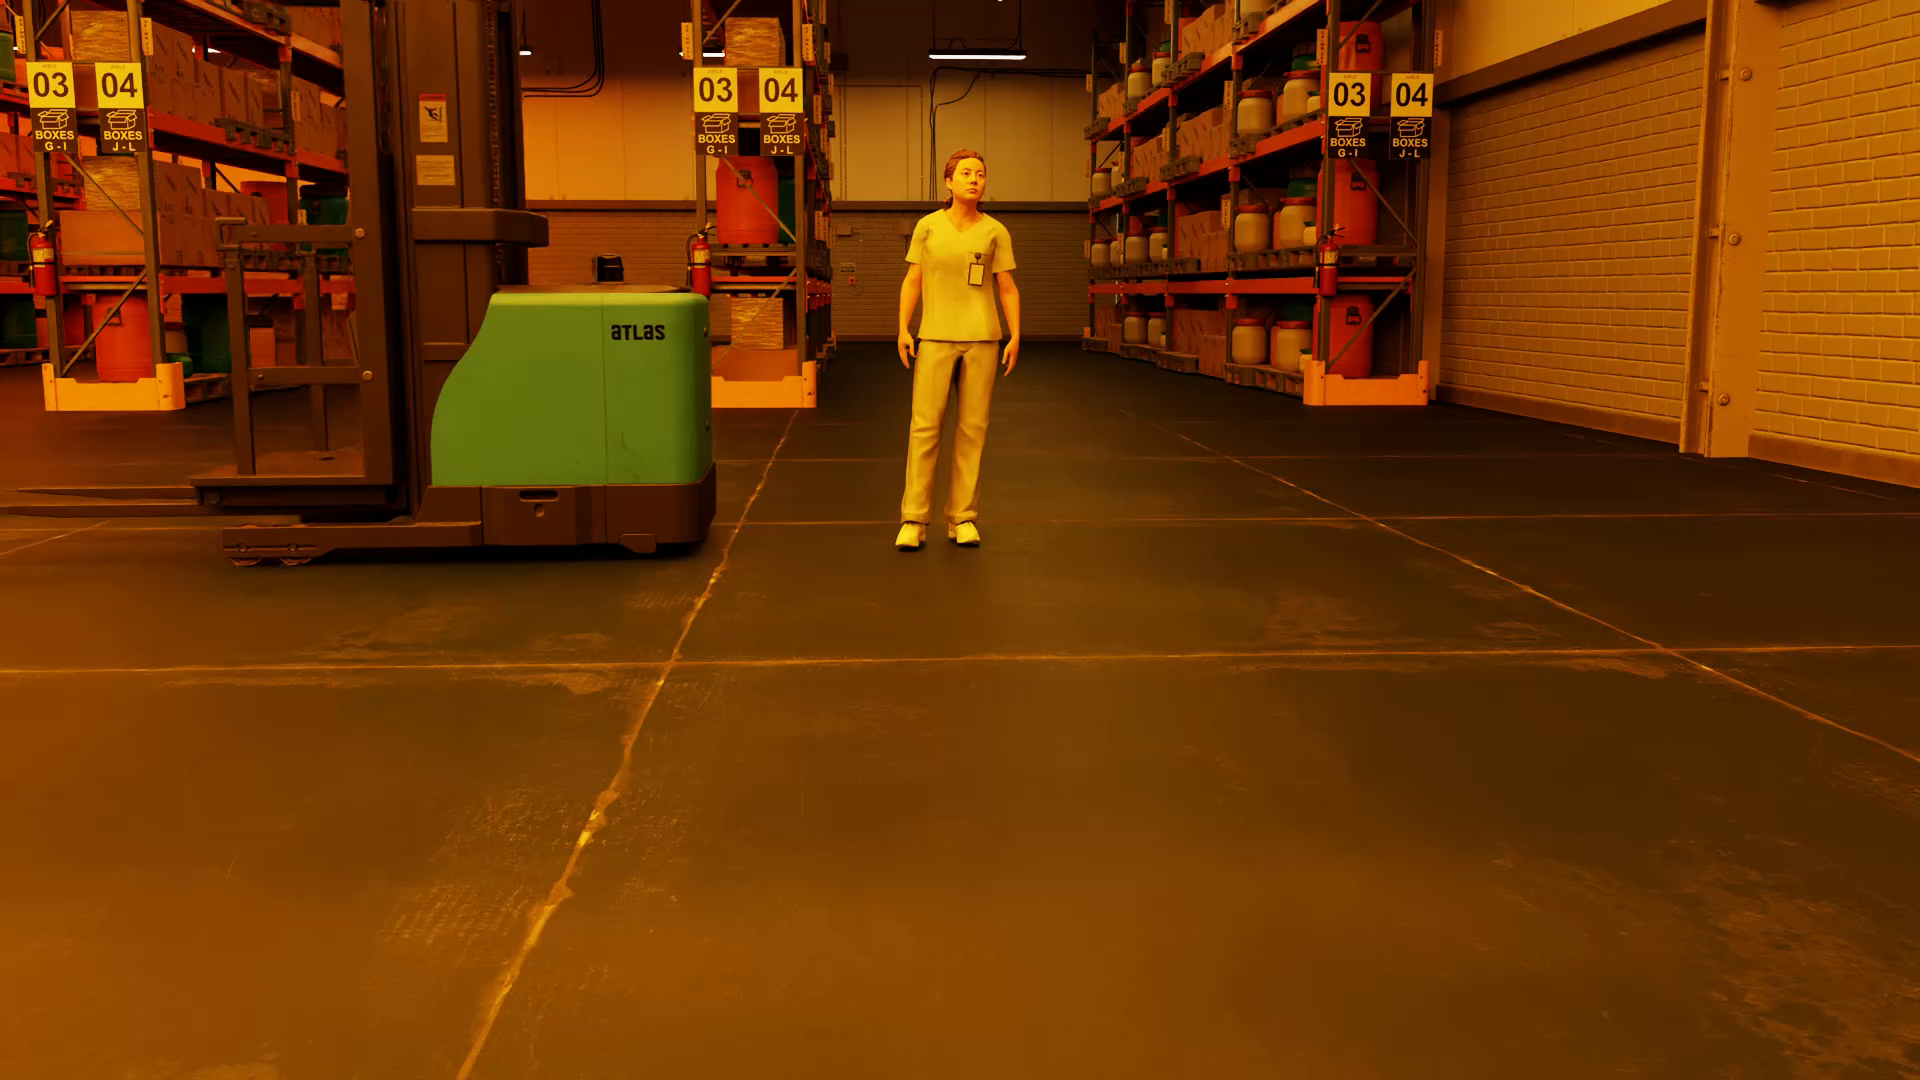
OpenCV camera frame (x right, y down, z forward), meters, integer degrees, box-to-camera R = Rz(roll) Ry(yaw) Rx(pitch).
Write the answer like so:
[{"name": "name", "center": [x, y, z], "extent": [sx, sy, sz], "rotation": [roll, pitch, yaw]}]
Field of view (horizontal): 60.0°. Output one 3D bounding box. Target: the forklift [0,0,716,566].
[{"name": "forklift", "center": [-2.600, -1.426, 6.935], "extent": [3.031, 2.935, 1.130], "rotation": [-1, 8, -5]}]

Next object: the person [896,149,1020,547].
[{"name": "person", "center": [-0.009, -0.825, 7.112], "extent": [0.549, 1.675, 0.549], "rotation": [-1, 8, -4]}]
